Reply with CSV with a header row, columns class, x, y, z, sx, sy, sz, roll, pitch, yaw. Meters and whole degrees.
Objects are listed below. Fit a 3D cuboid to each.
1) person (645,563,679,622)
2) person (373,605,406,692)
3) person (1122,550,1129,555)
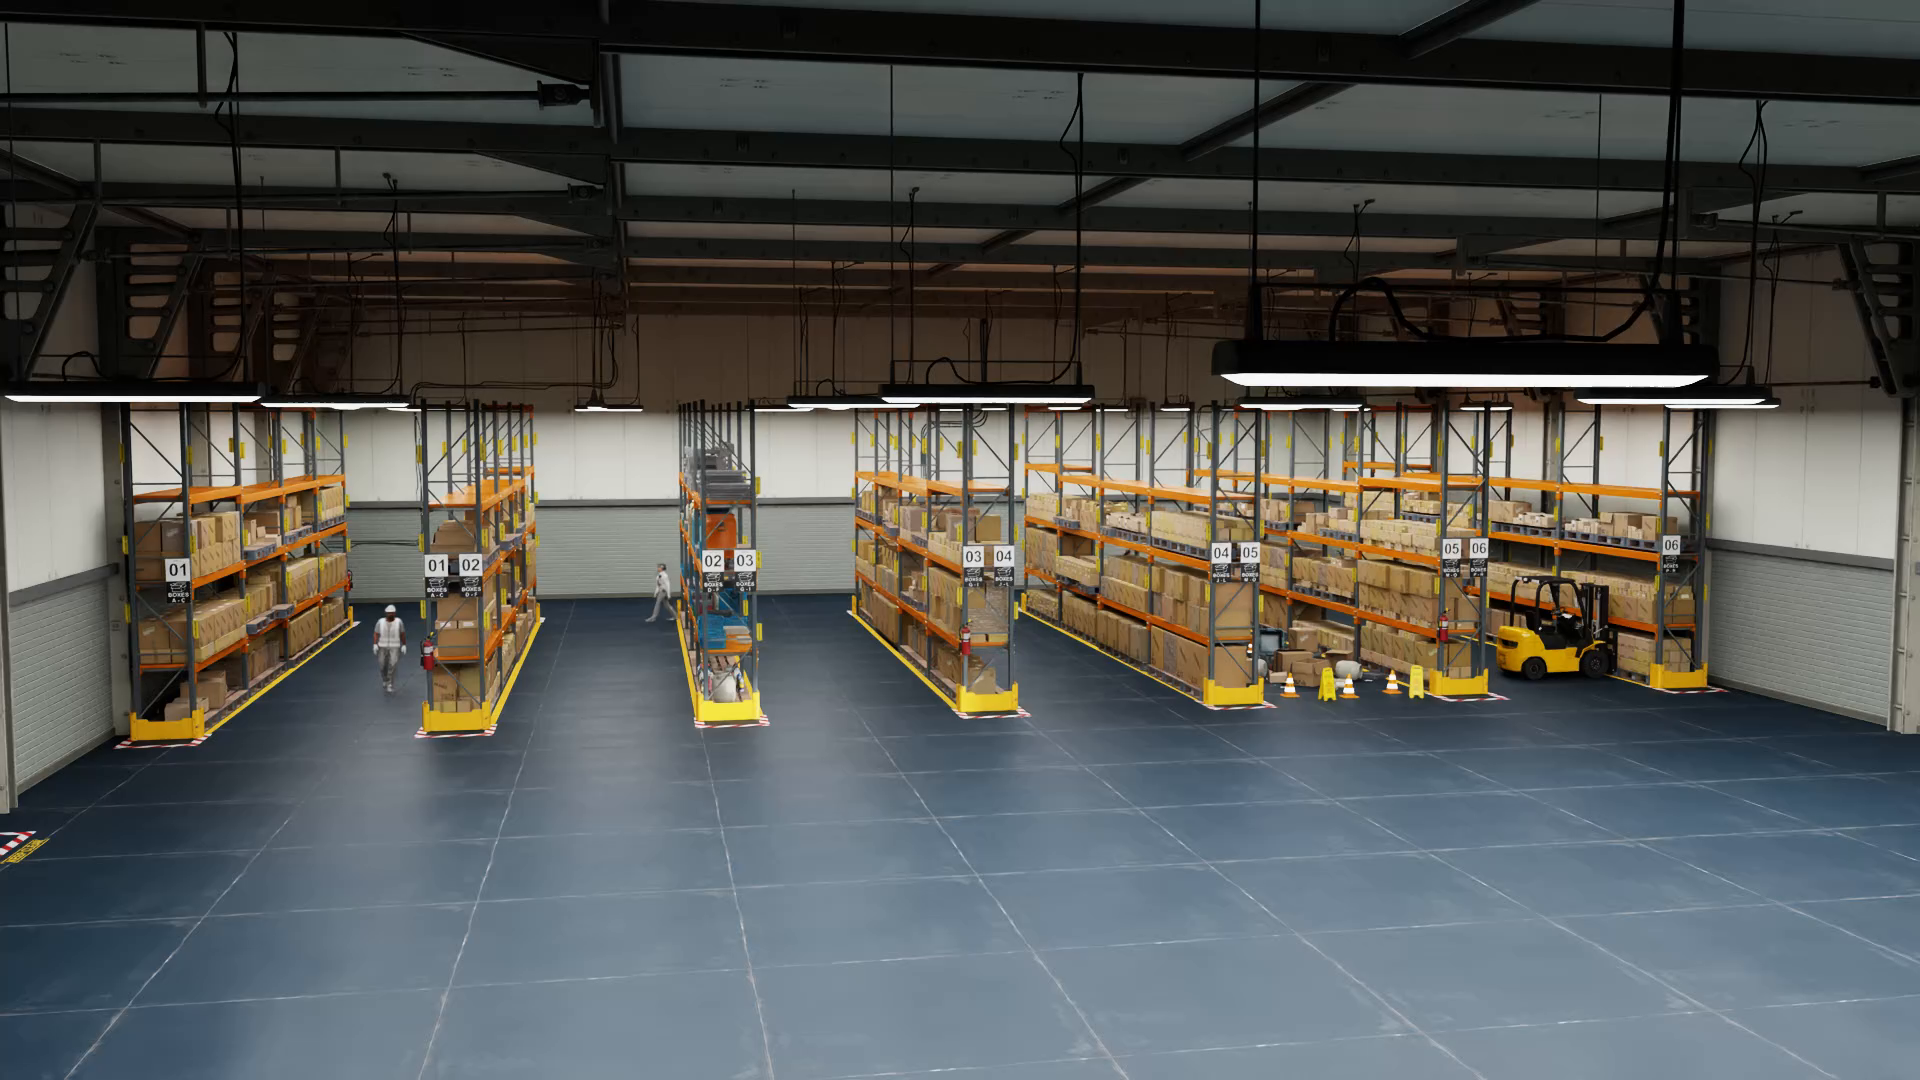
class,x,y,z,sx,sy,sz,roll,pitch,yaw
person,-8.219,1.427,45.778,0.948,1.616,0.463,-1,5,-18
person,-11.867,2.258,34.615,0.644,1.811,0.661,-1,4,-16
person,4.960,1.121,49.643,1.036,1.655,0.499,1,4,8
